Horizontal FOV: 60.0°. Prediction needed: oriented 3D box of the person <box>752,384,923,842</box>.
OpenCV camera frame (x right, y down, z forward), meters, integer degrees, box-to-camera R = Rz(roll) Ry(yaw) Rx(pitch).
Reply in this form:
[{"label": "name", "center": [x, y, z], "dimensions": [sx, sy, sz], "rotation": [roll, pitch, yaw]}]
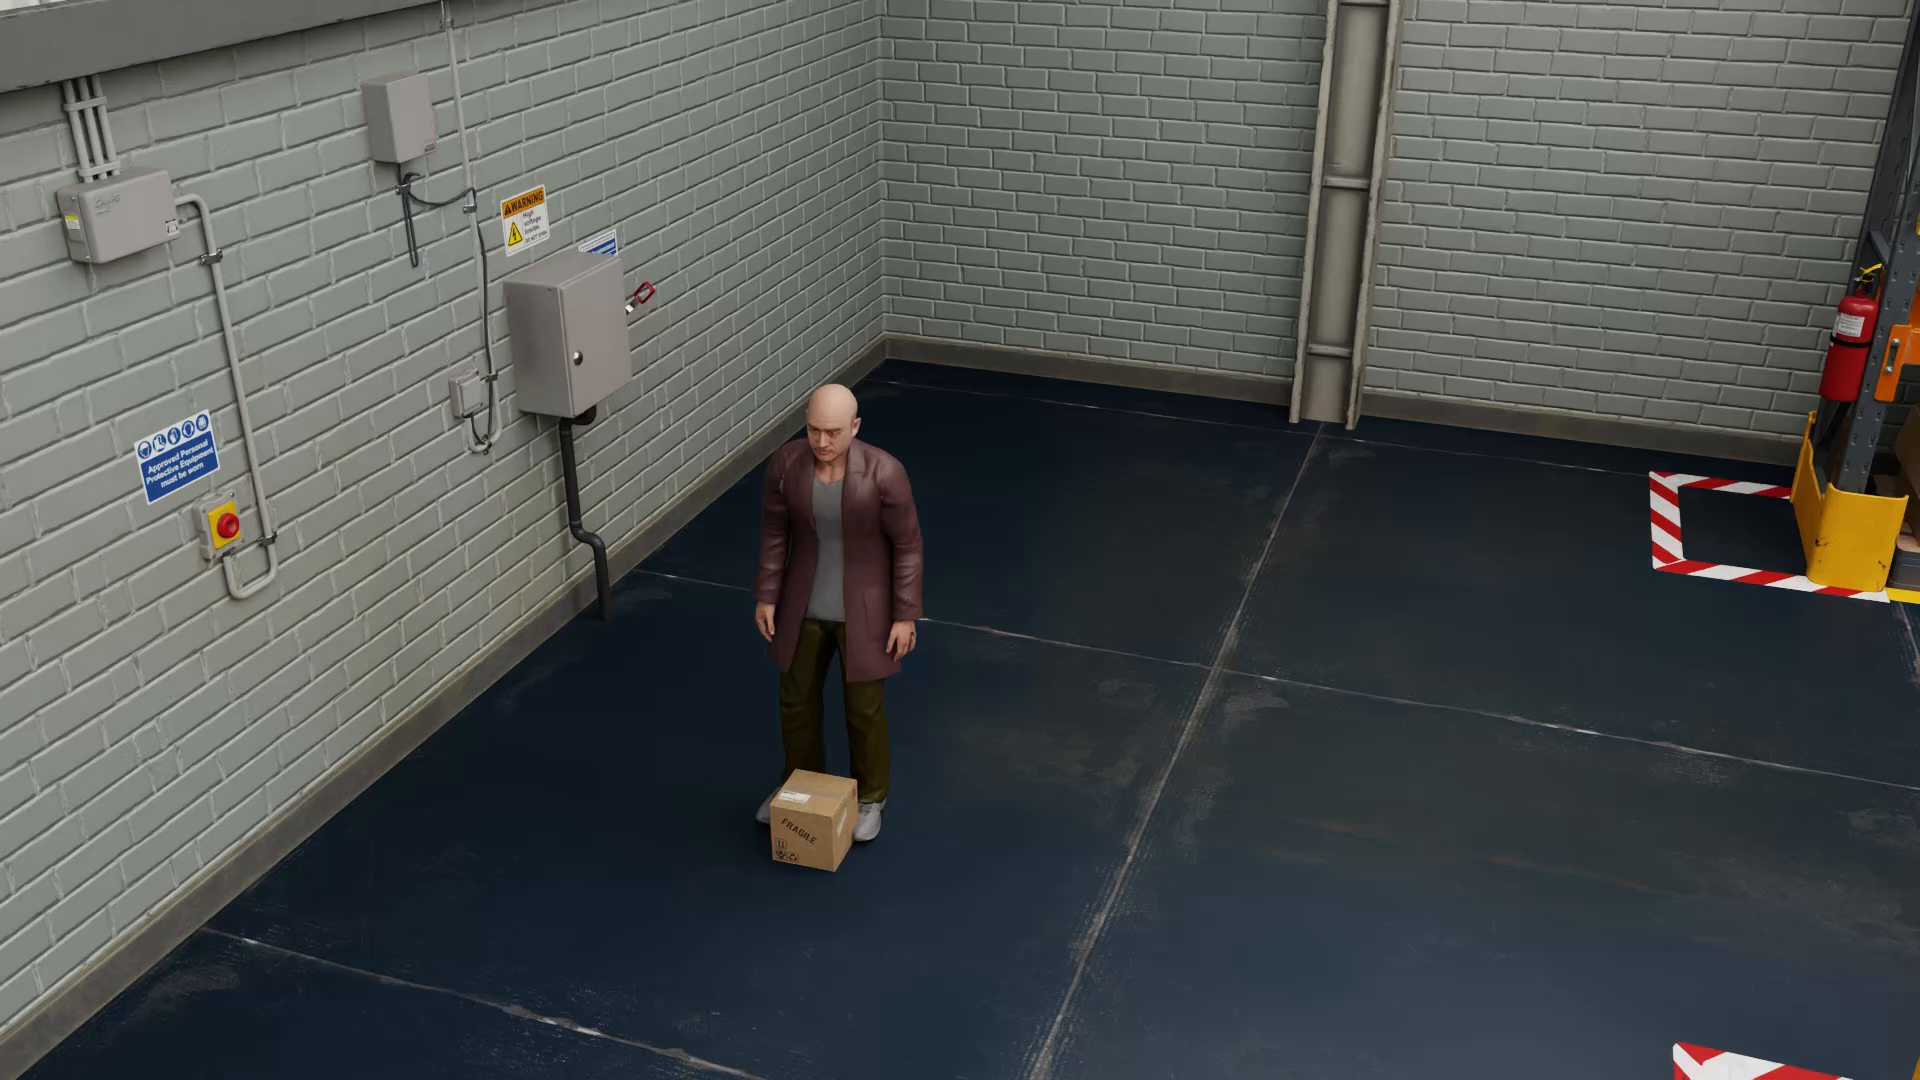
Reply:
[{"label": "person", "center": [-0.447, 0.256, 6.088], "dimensions": [0.653, 1.774, 0.422], "rotation": [7, 26, 15]}]
